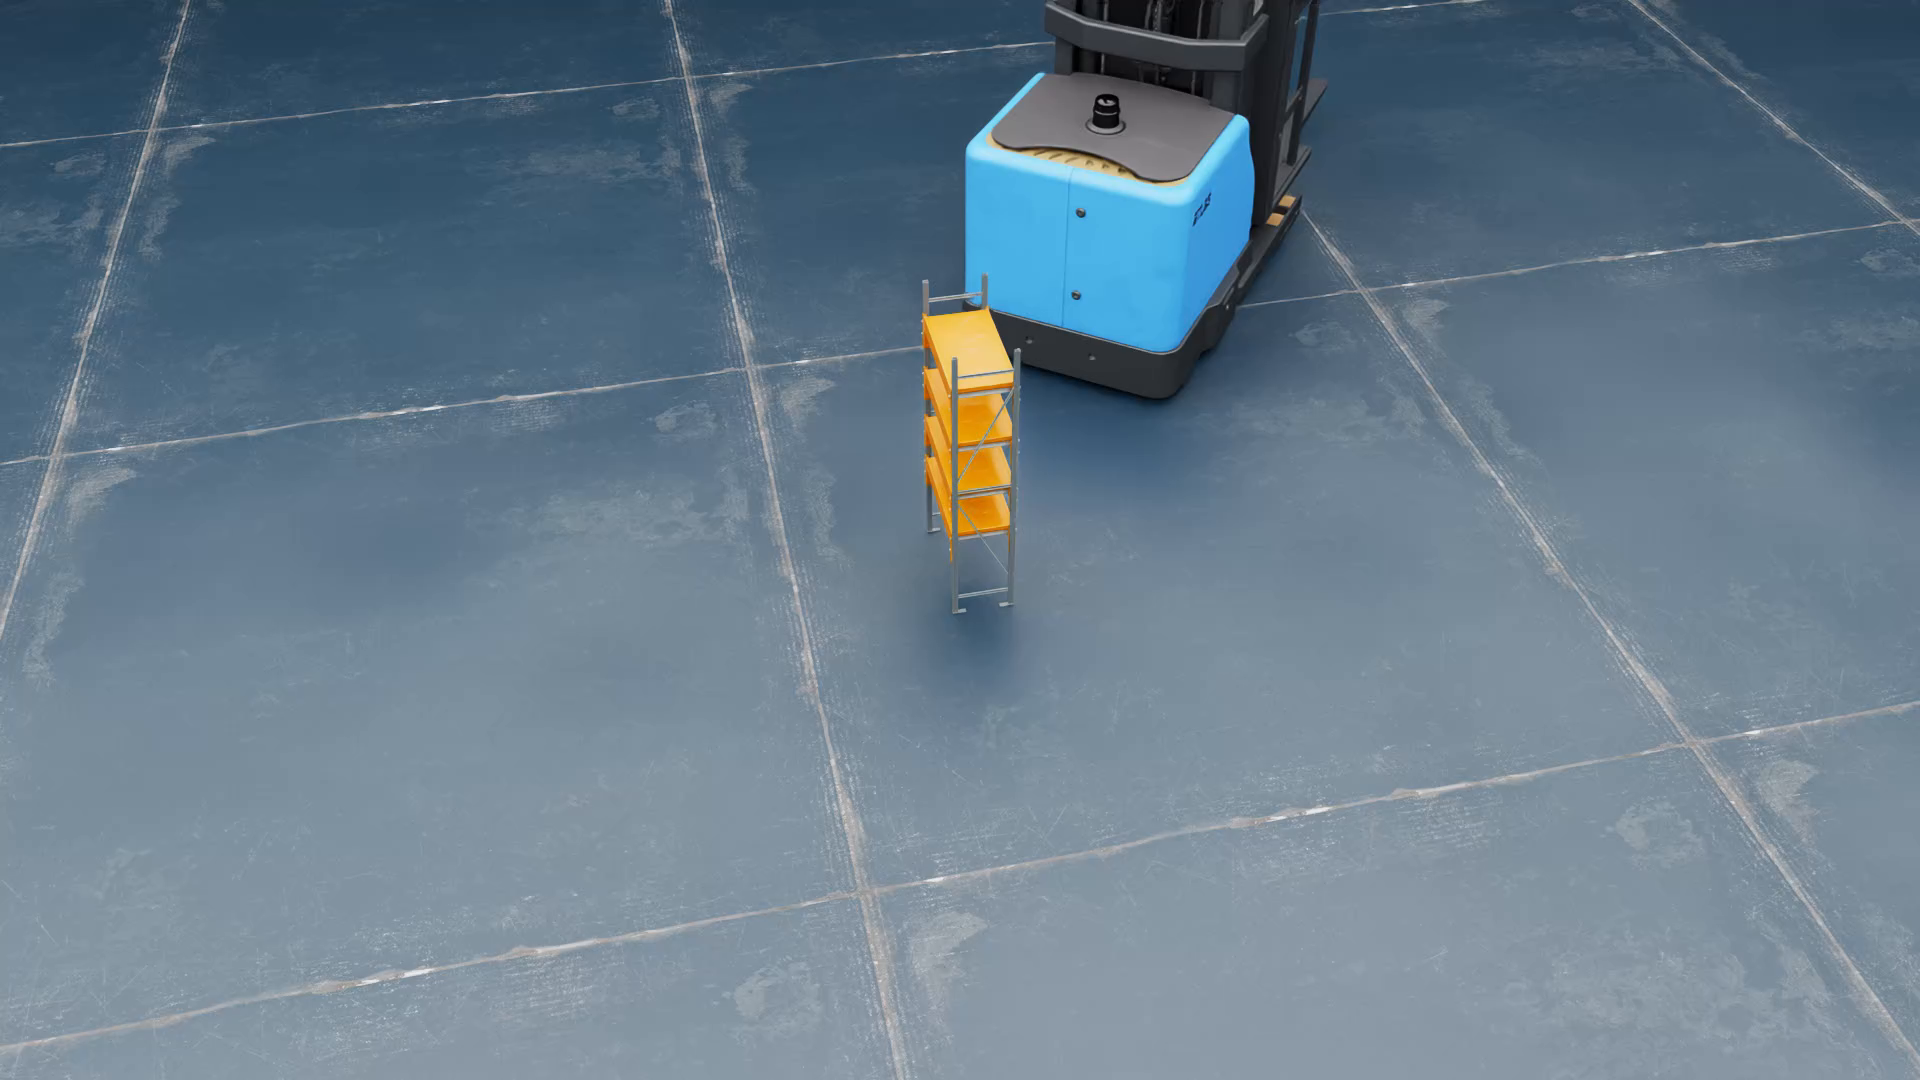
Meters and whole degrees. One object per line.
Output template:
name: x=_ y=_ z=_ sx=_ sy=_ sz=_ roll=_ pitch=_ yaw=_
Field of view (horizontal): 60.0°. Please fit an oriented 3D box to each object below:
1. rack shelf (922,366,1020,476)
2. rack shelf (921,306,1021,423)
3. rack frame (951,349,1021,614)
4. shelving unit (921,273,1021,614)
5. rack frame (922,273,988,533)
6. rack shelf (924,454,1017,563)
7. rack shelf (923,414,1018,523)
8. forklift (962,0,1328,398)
rack shelf: x=0.036 y=-0.458 z=6.127 sx=0.258 sy=0.148 sz=0.480 roll=-8 pitch=42 yaw=-9
rack shelf: x=0.036 y=-0.635 z=5.970 sx=0.258 sy=0.148 sz=0.480 roll=-8 pitch=42 yaw=-9
rack frame: x=0.088 y=-0.183 z=6.053 sx=0.240 sy=1.200 sz=0.015 roll=-8 pitch=42 yaw=-9
shelving unit: x=0.036 y=-0.341 z=6.231 sx=0.258 sy=1.200 sz=0.503 roll=-8 pitch=42 yaw=-9
rack frame: x=-0.017 y=-0.500 z=6.409 sx=0.240 sy=1.200 sz=0.015 roll=-8 pitch=42 yaw=-9
rack shelf: x=0.036 y=-0.143 z=6.407 sx=0.258 sy=0.148 sz=0.480 roll=-8 pitch=42 yaw=-9
rack shelf: x=0.036 y=-0.291 z=6.275 sx=0.258 sy=0.148 sz=0.480 roll=-8 pitch=42 yaw=-9
forklift: x=1.102 y=-2.700 z=7.584 sx=1.130 sy=2.935 sz=3.031 roll=18 pitch=45 yaw=19
